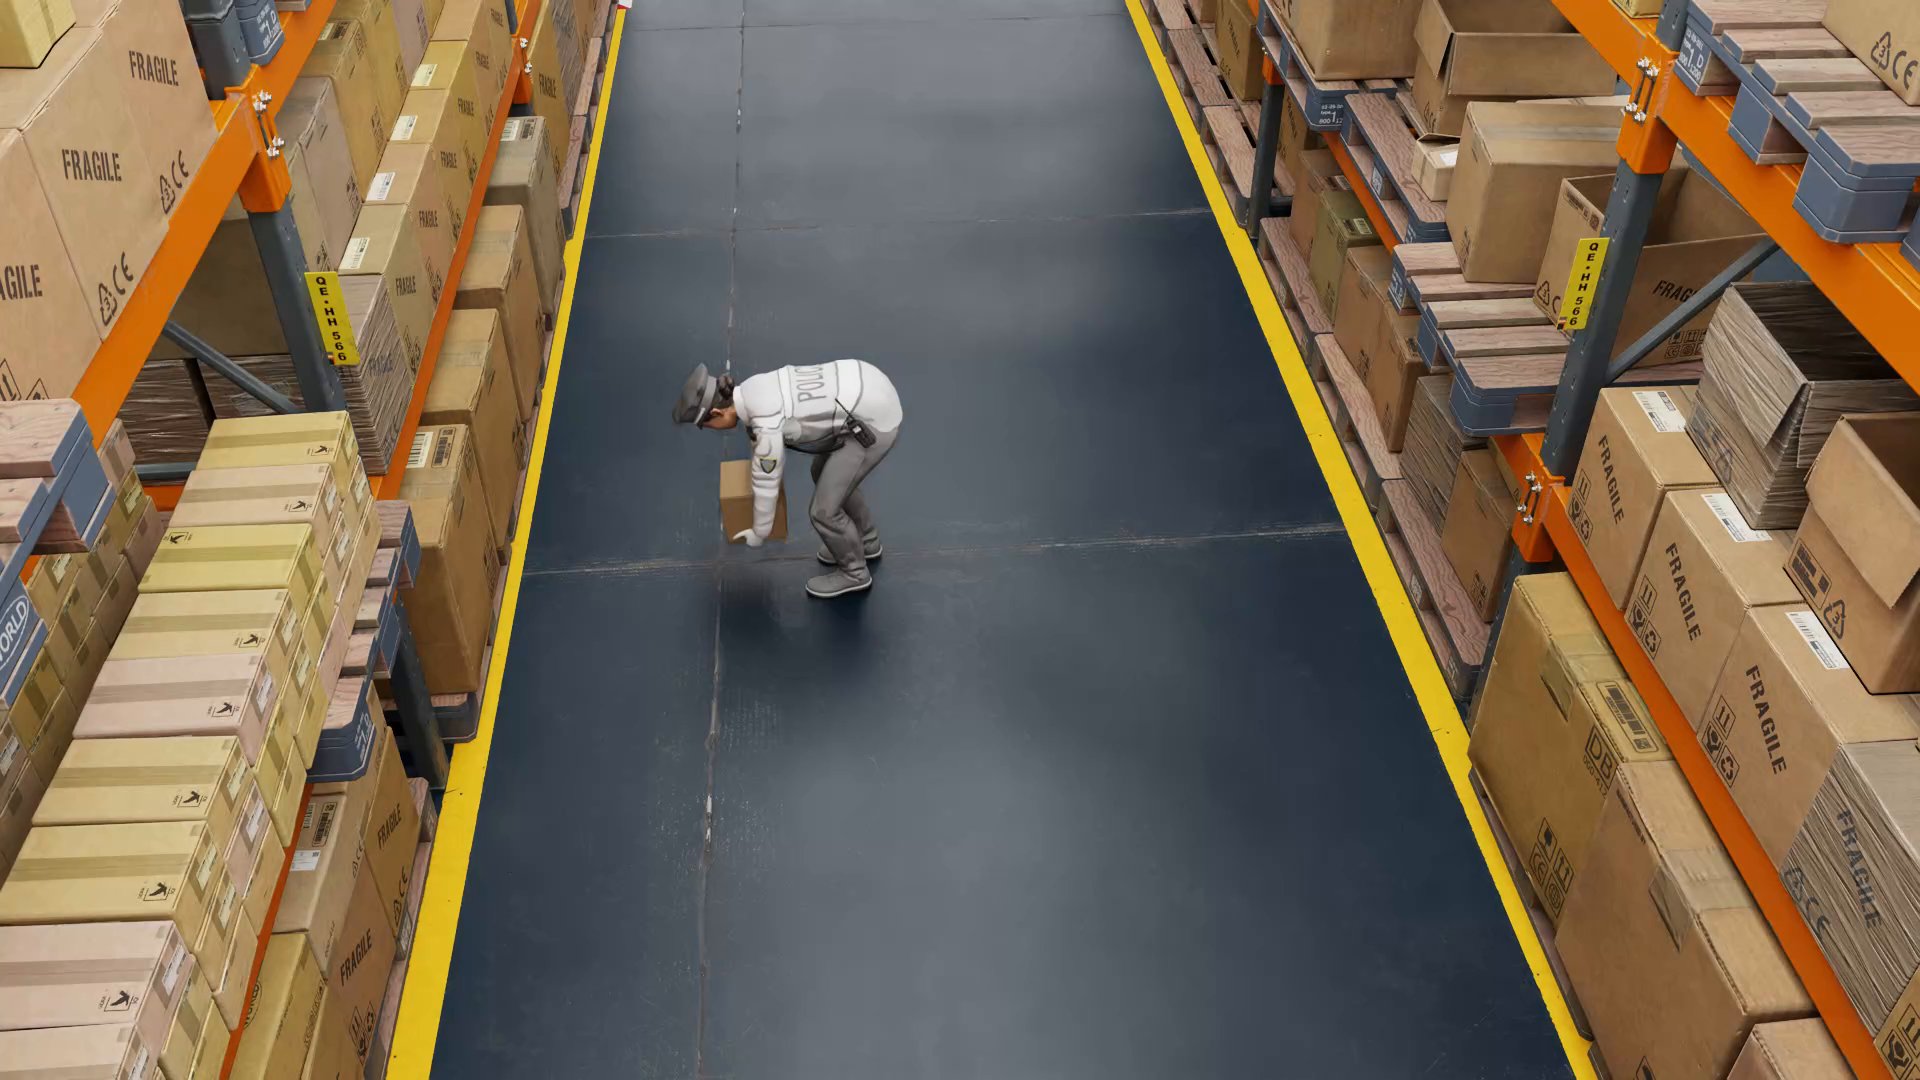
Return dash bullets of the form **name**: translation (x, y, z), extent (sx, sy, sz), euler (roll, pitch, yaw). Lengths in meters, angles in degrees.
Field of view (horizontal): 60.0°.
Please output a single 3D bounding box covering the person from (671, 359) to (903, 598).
- **person**: translation (-0.696, -0.265, 6.920), extent (0.926, 1.108, 0.415), euler (-4, 40, -5)
